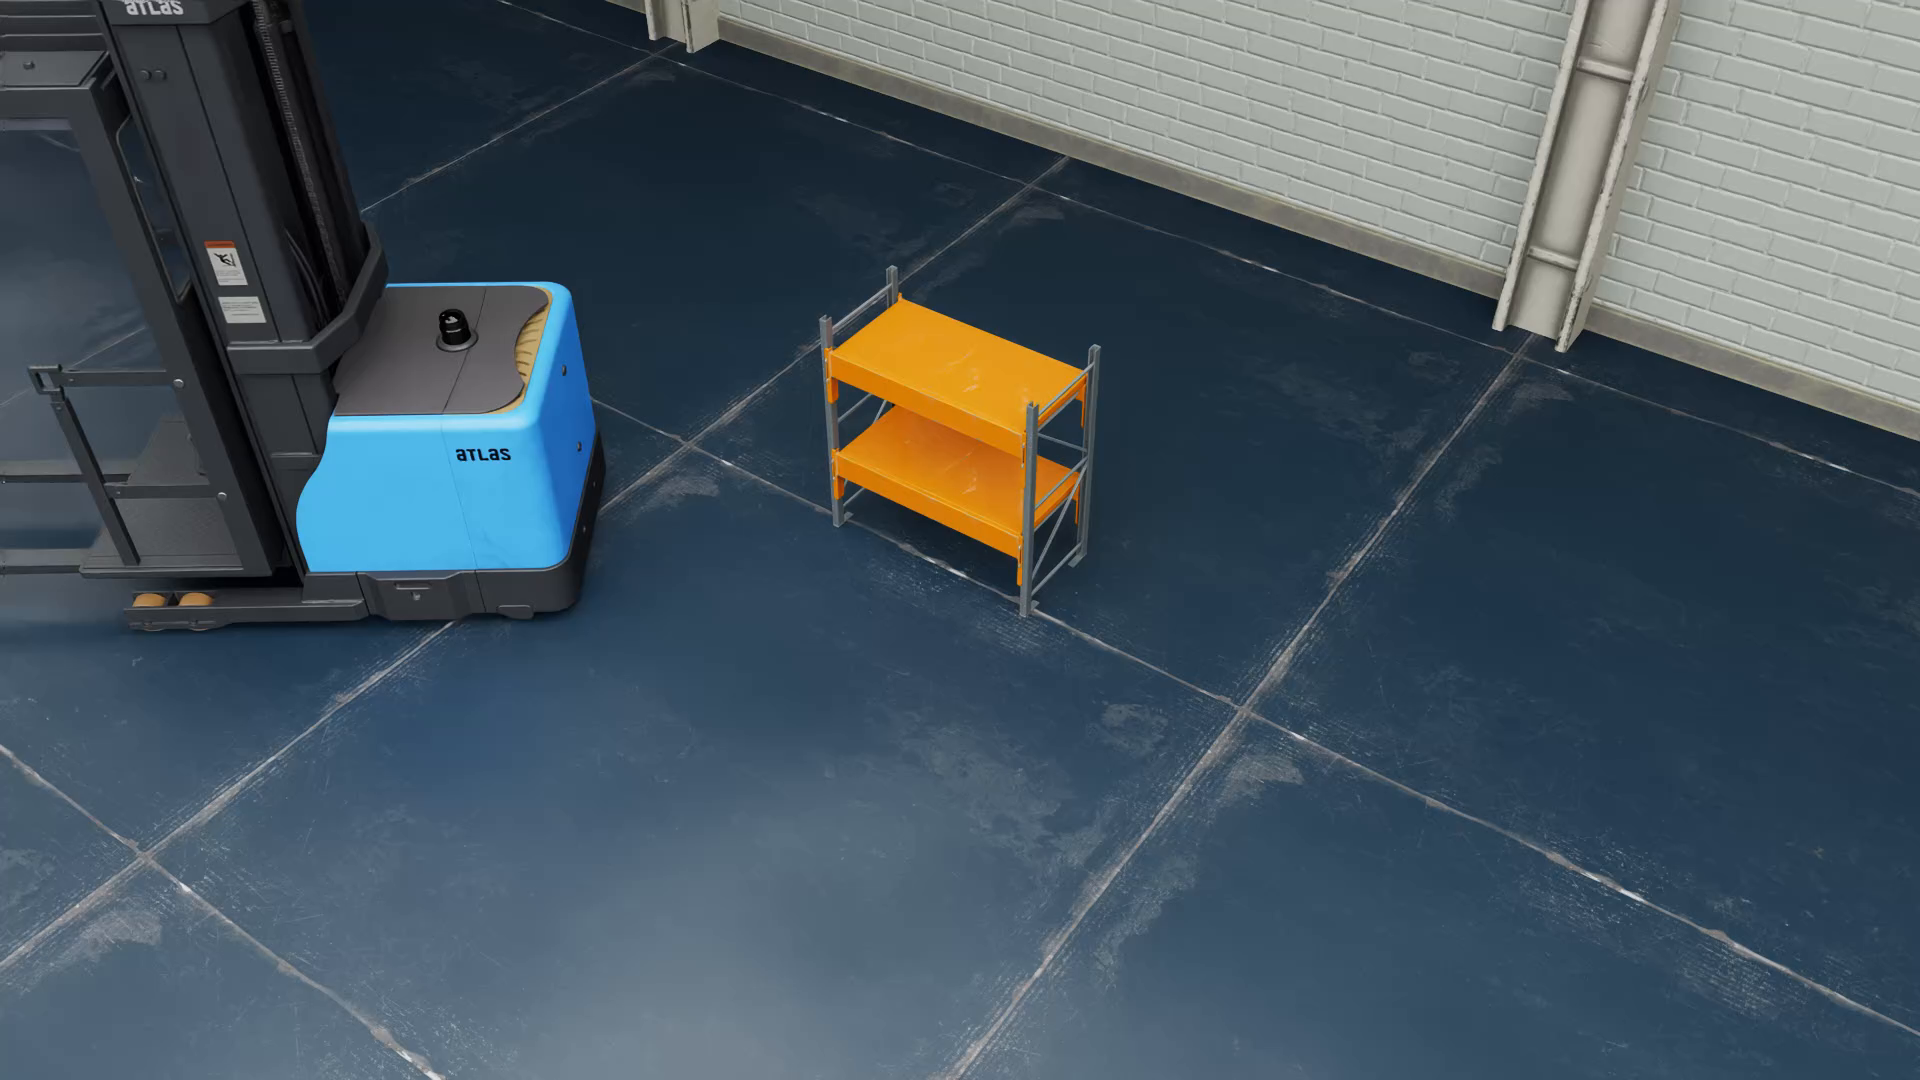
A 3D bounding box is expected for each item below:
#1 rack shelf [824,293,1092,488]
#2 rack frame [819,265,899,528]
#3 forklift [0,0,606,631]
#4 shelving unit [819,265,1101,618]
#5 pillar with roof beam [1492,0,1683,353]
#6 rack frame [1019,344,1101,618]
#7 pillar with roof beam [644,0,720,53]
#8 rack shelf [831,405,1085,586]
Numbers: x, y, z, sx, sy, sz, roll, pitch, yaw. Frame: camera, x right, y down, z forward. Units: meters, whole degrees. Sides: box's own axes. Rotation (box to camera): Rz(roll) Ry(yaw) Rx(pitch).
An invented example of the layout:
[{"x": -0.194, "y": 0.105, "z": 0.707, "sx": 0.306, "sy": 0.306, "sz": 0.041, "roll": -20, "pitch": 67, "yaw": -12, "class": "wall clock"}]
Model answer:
[{"x": -0.006, "y": -0.640, "z": 6.931, "sx": 1.000, "sy": 0.278, "sz": 0.538, "roll": 25, "pitch": 48, "yaw": 25, "class": "rack shelf"}, {"x": -0.422, "y": -0.616, "z": 7.344, "sx": 0.032, "sy": 1.125, "sz": 0.500, "roll": 25, "pitch": 48, "yaw": 25, "class": "rack frame"}, {"x": -3.155, "y": -1.062, "z": 6.488, "sx": 3.031, "sy": 2.935, "sz": 1.130, "roll": -1, "pitch": 42, "yaw": -1, "class": "forklift"}, {"x": -0.006, "y": -0.422, "z": 7.126, "sx": 1.048, "sy": 1.125, "sz": 0.538, "roll": 25, "pitch": 48, "yaw": 25, "class": "shelving unit"}, {"x": 0.573, "y": -2.127, "z": 3.127, "sx": 0.400, "sy": 9.000, "sz": 9.100, "roll": 25, "pitch": 48, "yaw": 25, "class": "pillar with roof beam"}, {"x": 0.411, "y": -0.227, "z": 6.909, "sx": 0.032, "sy": 1.125, "sz": 0.500, "roll": 25, "pitch": 48, "yaw": 25, "class": "rack frame"}, {"x": -4.340, "y": -4.424, "z": 5.694, "sx": 0.400, "sy": 9.000, "sz": 9.100, "roll": 25, "pitch": 48, "yaw": 25, "class": "pillar with roof beam"}, {"x": -0.006, "y": -0.240, "z": 7.289, "sx": 1.000, "sy": 0.278, "sz": 0.538, "roll": 25, "pitch": 48, "yaw": 25, "class": "rack shelf"}]
